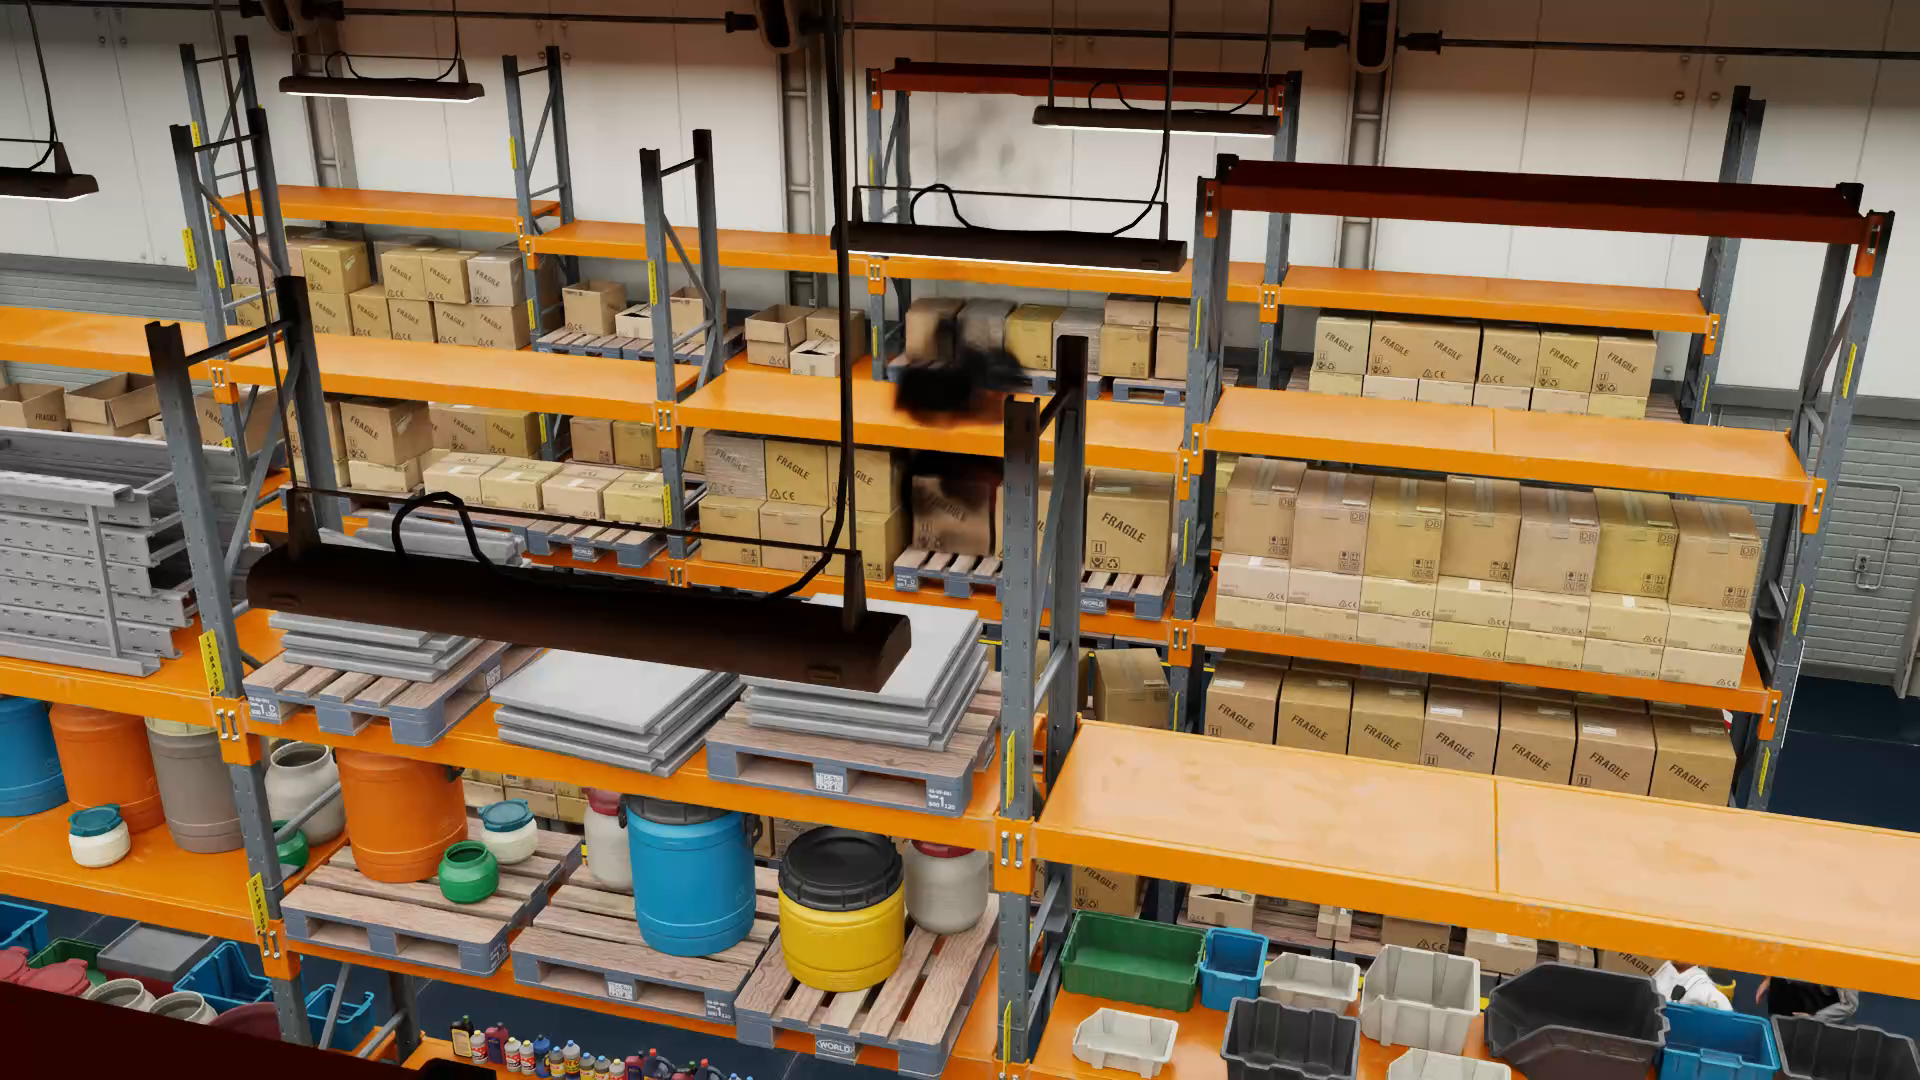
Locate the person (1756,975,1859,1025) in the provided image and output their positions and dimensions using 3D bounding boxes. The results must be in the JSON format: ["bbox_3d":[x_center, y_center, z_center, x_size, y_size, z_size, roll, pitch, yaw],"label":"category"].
[{"bbox_3d":[5.485,3.188,10.890,0.736,1.763,0.732,-14,26,-30],"label":"person"}]

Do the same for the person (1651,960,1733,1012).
[{"bbox_3d":[4.602,3.264,10.802,0.574,1.625,0.626,2,23,4],"label":"person"}]
